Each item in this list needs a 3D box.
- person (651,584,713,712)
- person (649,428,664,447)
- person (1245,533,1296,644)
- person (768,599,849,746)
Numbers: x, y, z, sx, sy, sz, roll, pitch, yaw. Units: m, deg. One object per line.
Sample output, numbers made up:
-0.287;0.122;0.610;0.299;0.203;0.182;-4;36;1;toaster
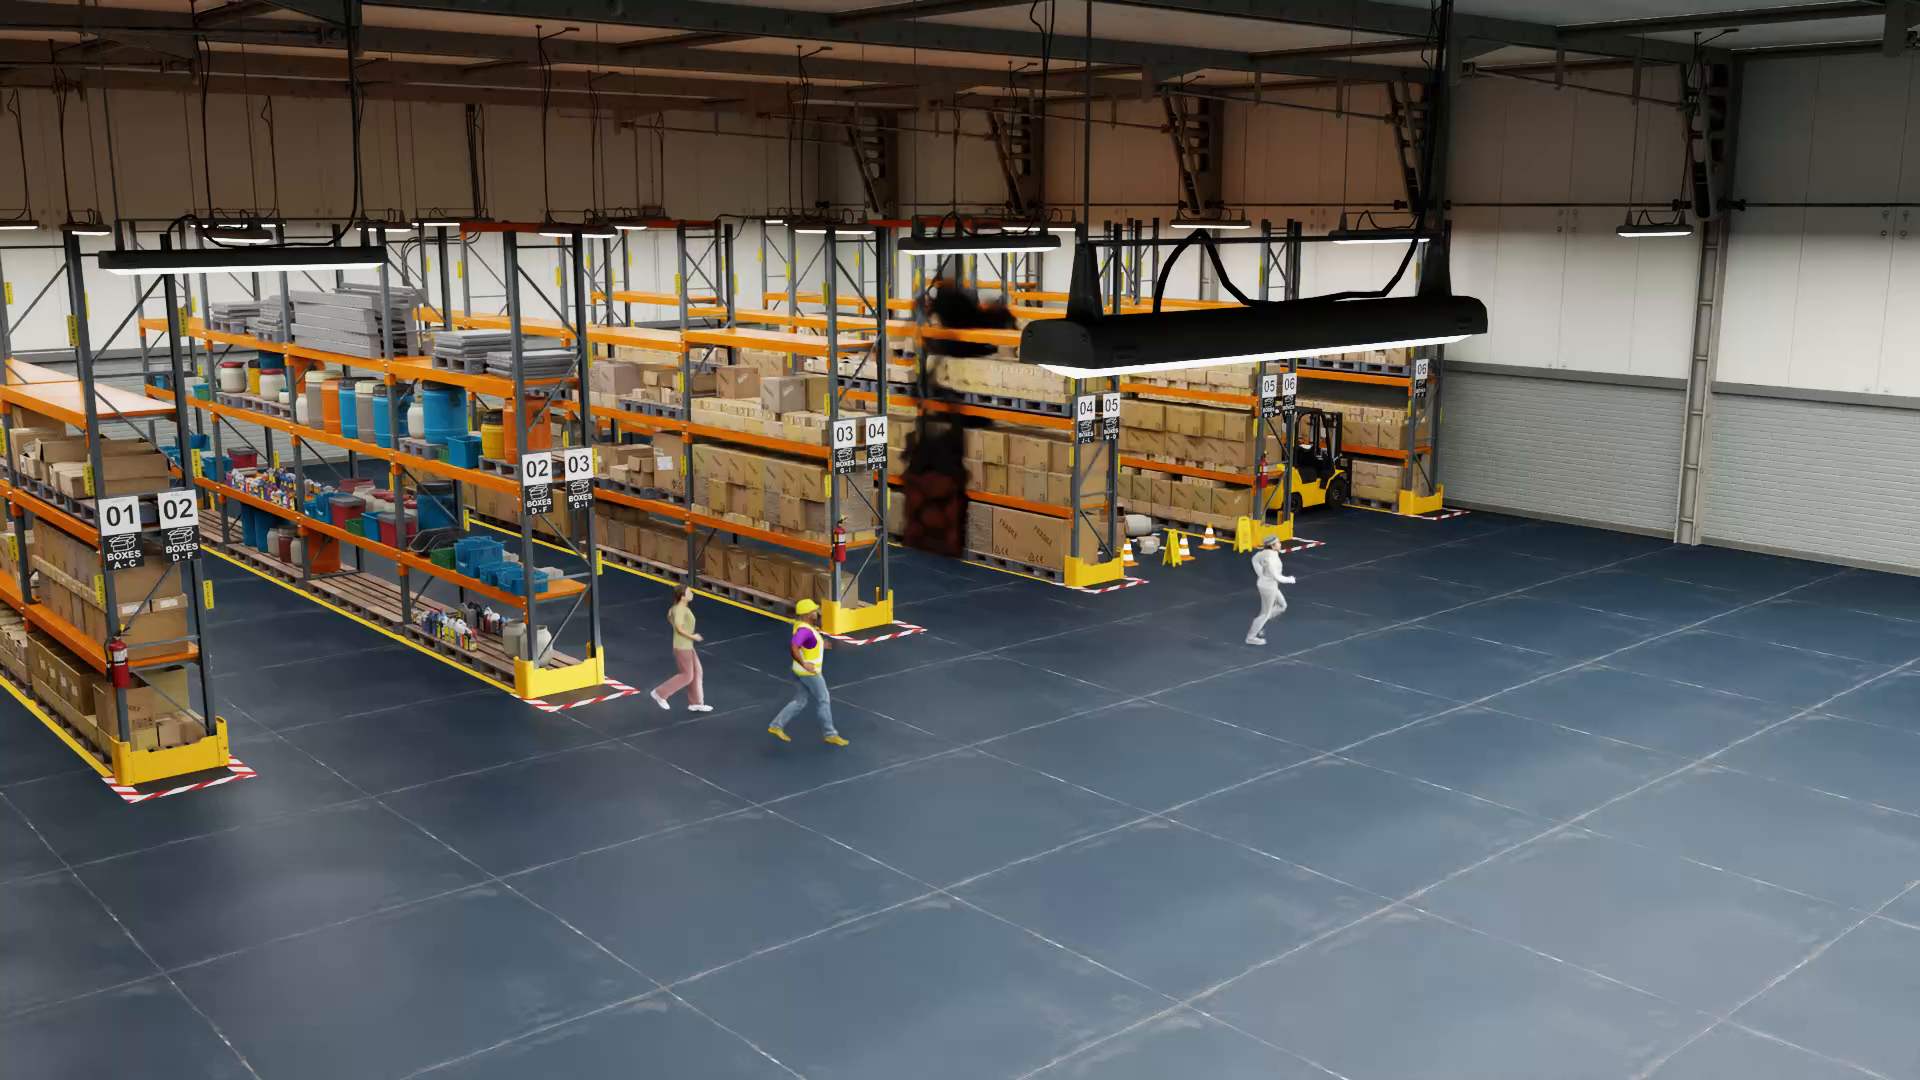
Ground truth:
-3.529;1.368;20.949;0.772;1.670;0.603;-2;12;-12;person
-6.290;-1.527;35.195;0.658;1.712;0.719;-7;14;-32;person
4.526;0.689;24.228;0.700;1.648;0.635;0;11;2;person
-1.799;1.570;19.556;0.961;1.790;0.693;-4;12;-20;person
